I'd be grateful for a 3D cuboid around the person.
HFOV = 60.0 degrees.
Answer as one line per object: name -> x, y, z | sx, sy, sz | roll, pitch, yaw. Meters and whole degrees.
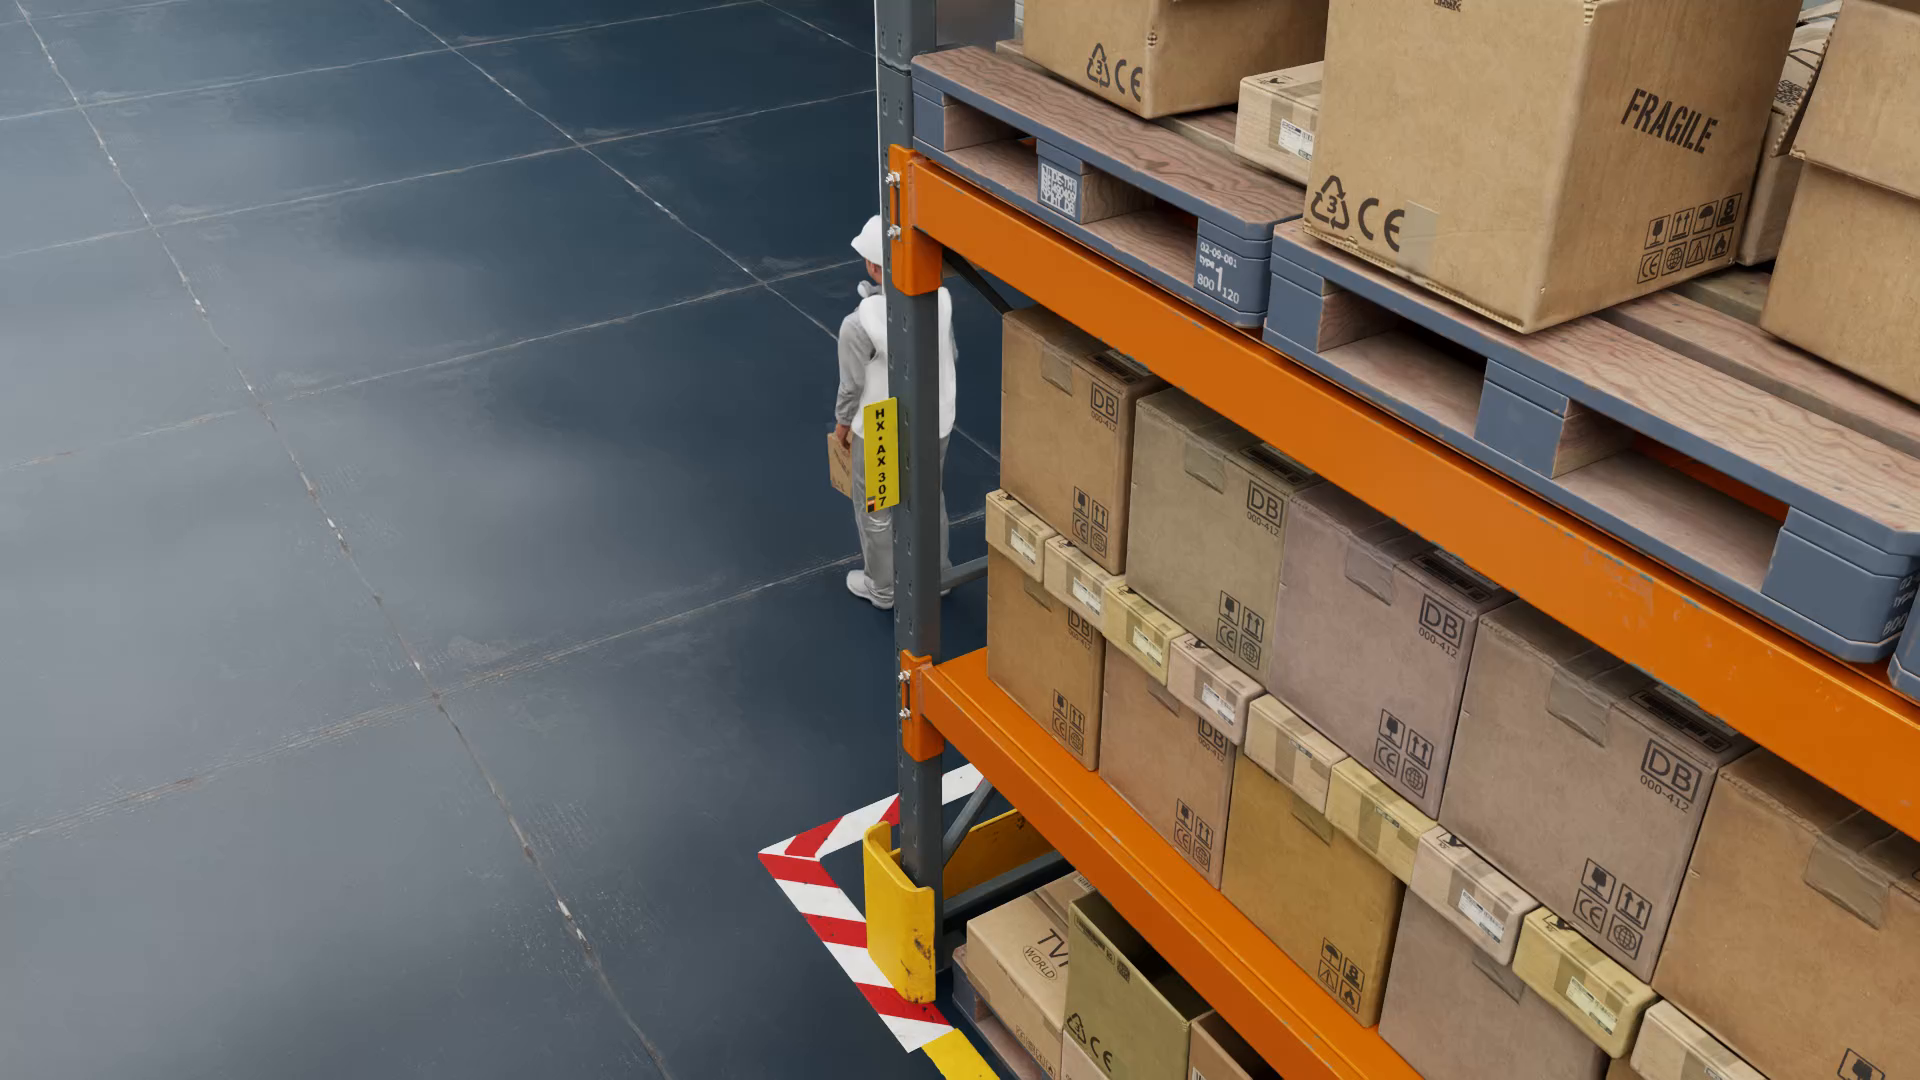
person -> -0.263, -0.499, 6.897 | 0.558, 1.775, 0.472 | -20, 37, -28
